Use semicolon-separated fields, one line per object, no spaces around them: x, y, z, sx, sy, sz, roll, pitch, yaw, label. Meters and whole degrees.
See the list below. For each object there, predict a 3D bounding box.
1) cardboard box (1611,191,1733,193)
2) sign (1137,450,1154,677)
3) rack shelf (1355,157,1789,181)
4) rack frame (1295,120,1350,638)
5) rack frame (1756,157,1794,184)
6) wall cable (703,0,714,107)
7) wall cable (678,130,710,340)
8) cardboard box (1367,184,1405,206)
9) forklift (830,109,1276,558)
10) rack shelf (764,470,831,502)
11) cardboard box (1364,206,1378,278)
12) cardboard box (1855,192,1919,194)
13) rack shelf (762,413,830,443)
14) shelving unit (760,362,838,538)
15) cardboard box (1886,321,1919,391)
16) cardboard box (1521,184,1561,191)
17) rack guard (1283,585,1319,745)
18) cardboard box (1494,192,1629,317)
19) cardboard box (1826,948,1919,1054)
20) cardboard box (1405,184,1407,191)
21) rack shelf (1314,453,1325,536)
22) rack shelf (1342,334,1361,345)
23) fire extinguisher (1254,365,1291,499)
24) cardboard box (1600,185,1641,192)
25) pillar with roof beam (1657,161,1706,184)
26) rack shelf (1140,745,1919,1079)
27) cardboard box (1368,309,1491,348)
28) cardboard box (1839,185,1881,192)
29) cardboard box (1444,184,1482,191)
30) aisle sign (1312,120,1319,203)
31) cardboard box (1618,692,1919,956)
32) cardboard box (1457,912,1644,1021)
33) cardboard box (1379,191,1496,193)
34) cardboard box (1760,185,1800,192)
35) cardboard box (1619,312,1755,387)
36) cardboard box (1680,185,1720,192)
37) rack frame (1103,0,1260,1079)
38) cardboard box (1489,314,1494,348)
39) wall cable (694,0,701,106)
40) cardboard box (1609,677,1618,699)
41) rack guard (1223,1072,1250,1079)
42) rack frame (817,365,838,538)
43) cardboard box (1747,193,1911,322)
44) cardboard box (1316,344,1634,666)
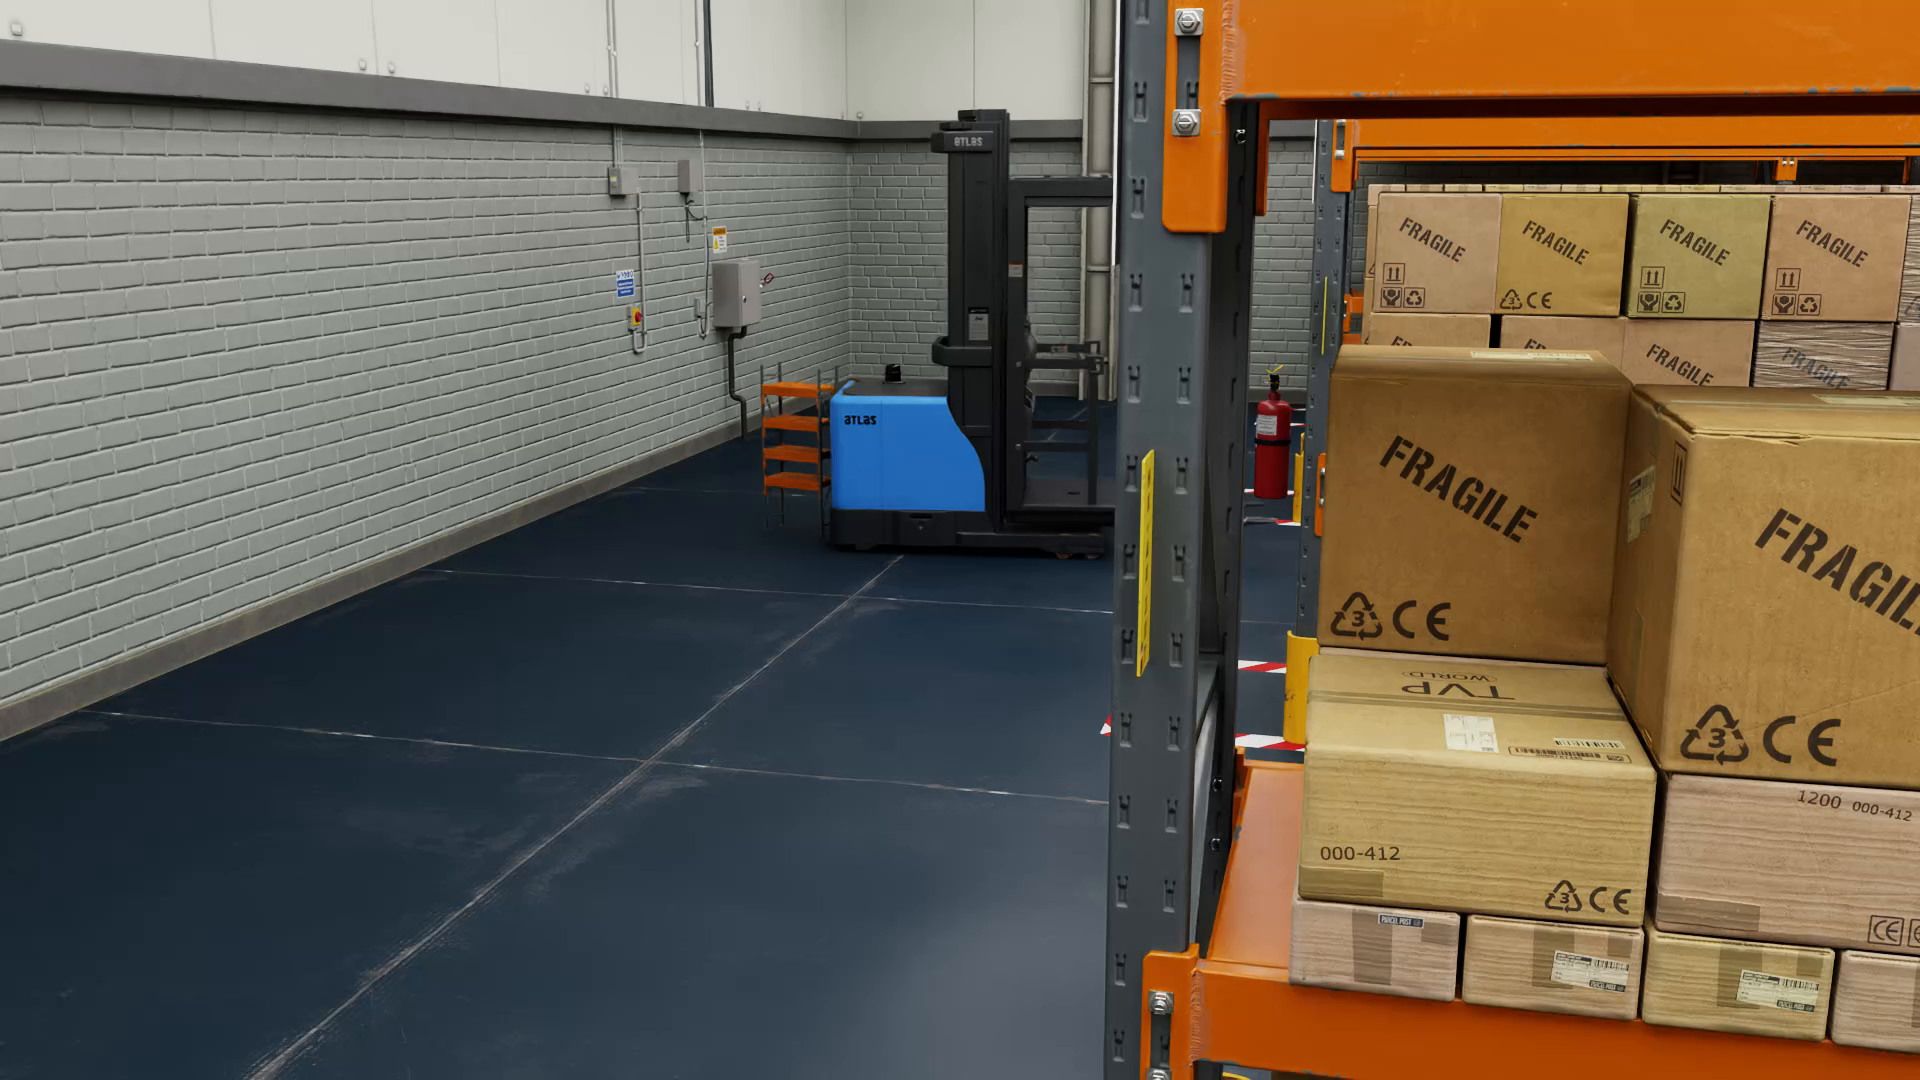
3.204;-1.318;7.521;0.500;0.500;0.500;4;13;16;cardboard box
0.276;0.035;2.471;0.005;0.325;0.100;3;13;14;sign
5.916;-3.758;16.481;4.000;0.370;1.077;3;13;14;rack shelf
1.701;-0.658;7.775;0.127;3.000;1.000;3;13;14;rack frame
7.858;-2.541;16.261;0.127;3.000;1.000;3;13;14;rack frame
-1.914;-5.629;16.244;0.133;3.039;2.988;3;13;14;wall cable
-2.363;-2.787;15.024;0.122;1.984;0.588;3;13;14;wall cable
3.067;-2.481;11.956;0.250;0.149;0.380;3;13;15;cardboard box
0.649;-1.427;11.398;3.031;2.935;1.130;1;13;3;forklift
-1.140;-0.391;11.952;0.480;0.148;0.258;7;14;28;rack shelf
3.187;-2.157;11.989;0.500;0.500;0.500;3;13;12;cardboard box
4.216;-1.264;7.279;0.500;0.500;0.500;3;13;14;cardboard box
-1.140;-0.803;11.860;0.480;0.148;0.258;7;14;28;rack shelf
-1.140;-0.650;11.894;0.503;1.200;0.258;7;14;28;shelving unit
4.061;-0.664;6.882;0.500;0.500;0.500;3;13;13;cardboard box
4.091;-2.433;11.737;0.250;0.149;0.380;3;13;14;cardboard box
1.775;0.566;8.028;0.348;0.500;1.175;3;13;14;rack guard
2.565;-1.236;7.155;0.500;0.500;0.500;3;13;15;cardboard box
1.432;0.630;2.551;0.250;0.149;0.380;3;13;13;cardboard box
3.438;-2.573;12.371;0.250;0.149;0.380;3;13;15;cardboard box
3.643;-0.203;7.385;4.000;0.370;1.077;3;13;14;rack shelf
4.731;-1.249;12.101;4.000;0.370;1.077;3;13;14;rack shelf
1.567;-0.549;8.320;0.183;0.674;0.296;3;13;14;fire extinguisher
4.563;-2.392;11.553;0.250;0.149;0.380;3;13;12;cardboard box
6.367;-4.790;12.548;0.400;9.000;9.100;3;13;14;pillar with roof beam
2.356;0.835;2.708;4.000;0.370;1.077;3;13;14;rack shelf
2.071;-0.771;7.365;0.500;0.500;0.500;4;13;16;cardboard box
6.067;-2.336;11.301;0.250;0.149;0.380;3;13;15;cardboard box
3.564;-2.445;11.792;0.250;0.149;0.380;3;13;15;cardboard box
1.558;-1.868;7.226;0.004;0.787;0.394;3;13;14;aisle sign
1.322;0.415;2.598;0.500;0.250;0.500;3;13;13;cardboard box
0.930;0.603;2.670;0.250;0.149;0.380;3;13;13;cardboard box
2.205;-1.369;7.753;0.500;0.500;0.500;3;13;12;cardboard box
5.577;-2.360;11.410;0.250;0.149;0.380;3;13;13;cardboard box
3.069;-0.720;7.138;0.500;0.500;0.500;3;13;14;cardboard box
5.071;-2.379;11.495;0.250;0.149;0.380;3;13;12;cardboard box
0.415;0.379;3.101;0.053;2.616;0.949;3;13;14;rack frame
2.698;-0.855;7.746;0.500;0.500;0.500;3;13;13;cardboard box
-2.618;-5.027;13.617;0.029;3.000;2.355;3;13;14;wall cable
1.441;0.303;3.101;0.500;0.250;0.500;3;13;13;cardboard box
0.391;1.599;3.374;0.348;0.500;1.175;3;13;14;rack guard
-0.927;-0.624;11.778;0.015;1.200;0.240;7;14;28;rack frame
3.560;-1.179;6.897;0.500;0.500;0.500;3;13;12;cardboard box
0.951;-0.089;3.136;0.500;0.500;0.500;3;13;14;cardboard box
